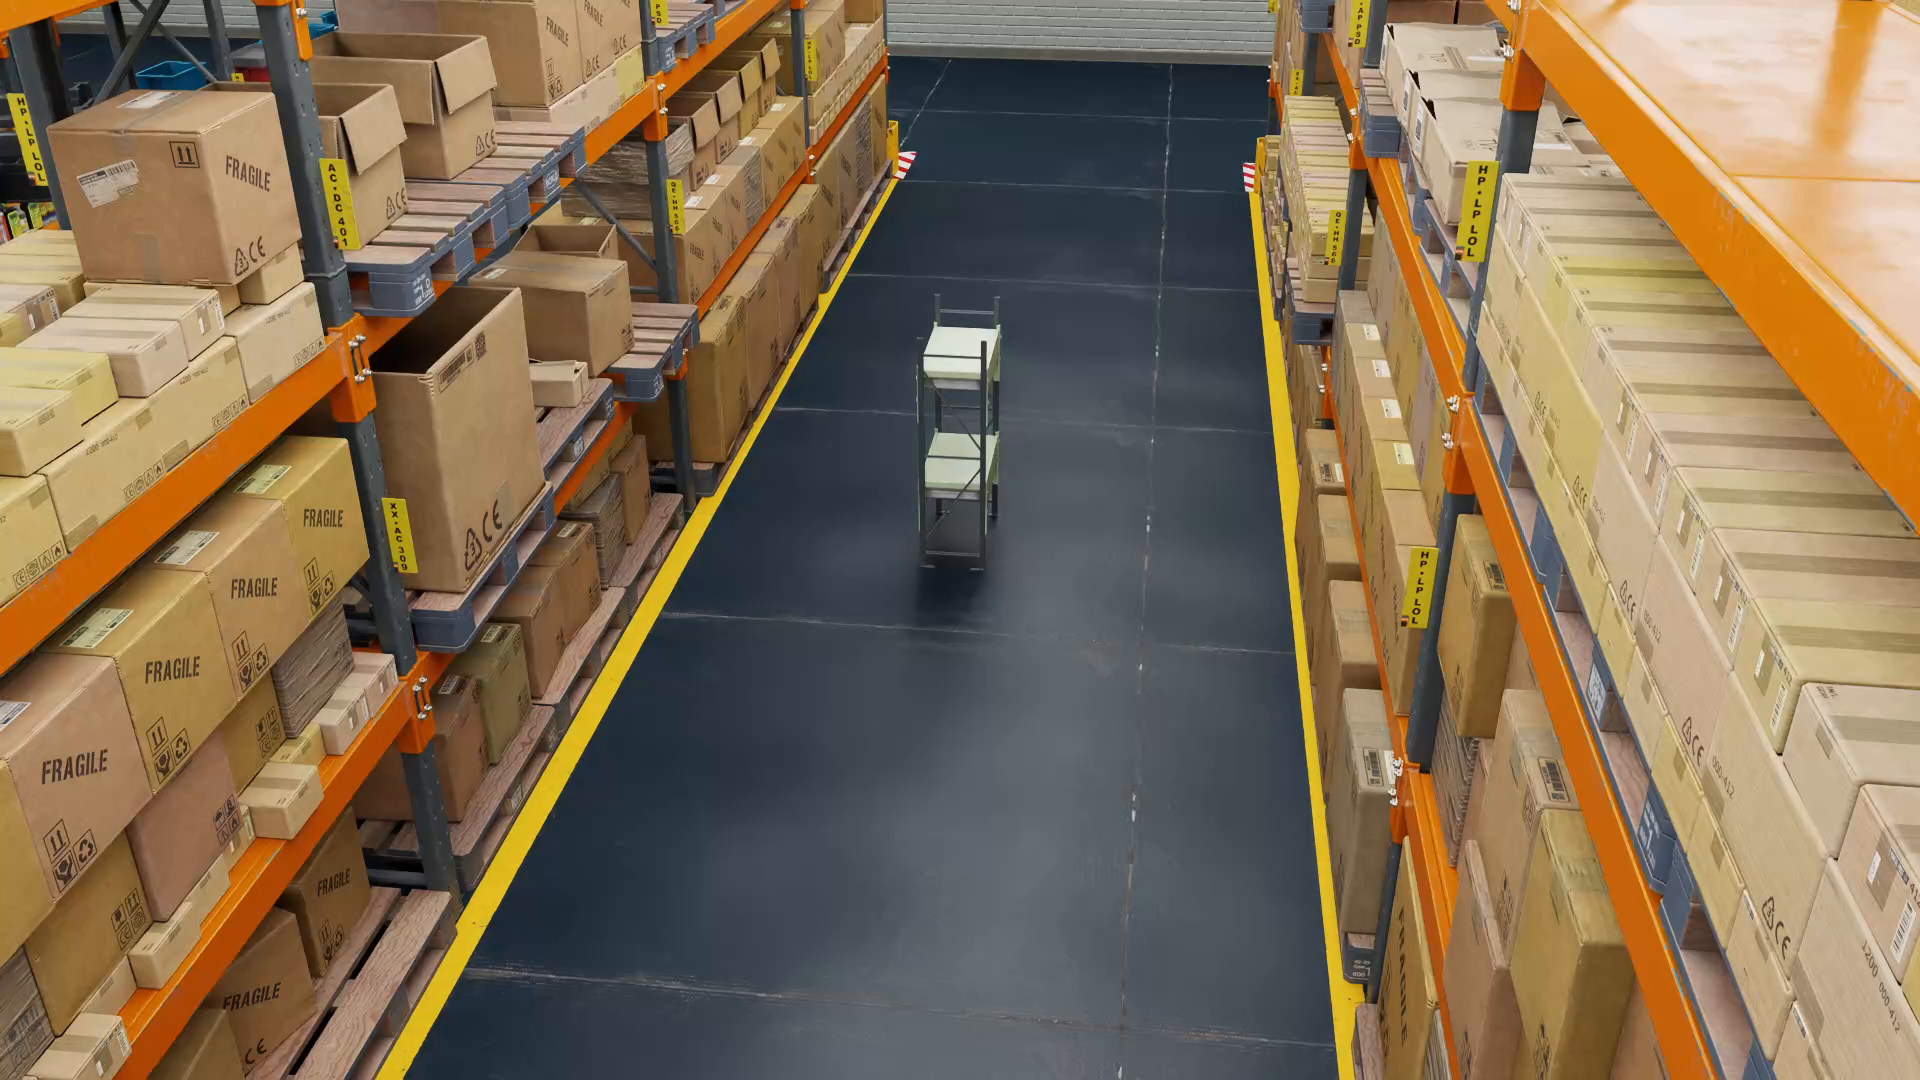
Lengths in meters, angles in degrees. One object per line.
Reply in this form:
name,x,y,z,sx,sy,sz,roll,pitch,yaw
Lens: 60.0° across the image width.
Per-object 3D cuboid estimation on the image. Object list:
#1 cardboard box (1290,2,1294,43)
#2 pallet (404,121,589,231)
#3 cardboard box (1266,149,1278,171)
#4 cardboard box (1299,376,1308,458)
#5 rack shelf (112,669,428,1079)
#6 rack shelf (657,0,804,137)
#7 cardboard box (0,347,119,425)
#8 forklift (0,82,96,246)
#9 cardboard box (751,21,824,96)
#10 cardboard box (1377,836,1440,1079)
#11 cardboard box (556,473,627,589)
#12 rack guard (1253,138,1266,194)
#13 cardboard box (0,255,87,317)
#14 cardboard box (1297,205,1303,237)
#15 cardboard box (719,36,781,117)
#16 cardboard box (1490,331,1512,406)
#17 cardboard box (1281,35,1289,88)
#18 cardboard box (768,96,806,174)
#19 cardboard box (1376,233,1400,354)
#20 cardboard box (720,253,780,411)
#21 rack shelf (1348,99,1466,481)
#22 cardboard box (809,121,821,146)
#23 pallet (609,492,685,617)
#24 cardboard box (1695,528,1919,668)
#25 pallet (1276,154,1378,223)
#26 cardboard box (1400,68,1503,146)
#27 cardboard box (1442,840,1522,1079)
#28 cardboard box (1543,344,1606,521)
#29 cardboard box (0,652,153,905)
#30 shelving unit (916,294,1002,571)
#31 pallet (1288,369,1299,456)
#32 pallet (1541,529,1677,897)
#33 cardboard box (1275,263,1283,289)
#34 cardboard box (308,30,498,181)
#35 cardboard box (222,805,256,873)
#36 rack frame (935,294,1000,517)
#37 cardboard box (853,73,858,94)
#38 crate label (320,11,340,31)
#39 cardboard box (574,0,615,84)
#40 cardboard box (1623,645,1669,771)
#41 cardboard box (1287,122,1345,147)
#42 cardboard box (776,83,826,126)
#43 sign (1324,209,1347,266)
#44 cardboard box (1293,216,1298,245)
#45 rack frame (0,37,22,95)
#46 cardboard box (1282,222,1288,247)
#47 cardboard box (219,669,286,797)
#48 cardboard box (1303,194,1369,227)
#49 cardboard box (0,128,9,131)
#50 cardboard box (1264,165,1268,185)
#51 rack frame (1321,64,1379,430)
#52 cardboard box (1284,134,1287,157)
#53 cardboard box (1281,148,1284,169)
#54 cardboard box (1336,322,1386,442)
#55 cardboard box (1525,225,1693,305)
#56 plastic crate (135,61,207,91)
cardboard box,3.084,-4.428,14.126,0.500,0.500,0.500,4,29,8
pallet,-2.425,-1.673,7.520,1.213,0.211,1.003,3,28,6
cardboard box,3.176,-3.692,16.168,0.380,0.149,0.250,3,28,6
cardboard box,2.558,-0.863,11.174,0.500,0.500,0.500,4,29,8
rack shelf,-2.976,1.596,5.176,1.077,0.370,4.000,3,28,6
rack shelf,-1.996,-3.491,11.454,1.077,0.370,4.000,3,28,6
cardboard box,-2.665,-0.430,4.754,0.380,0.149,0.250,4,29,8
forklift,-5.086,-1.300,9.866,1.130,2.935,3.031,-4,29,-6
cardboard box,-1.438,-4.034,13.921,0.500,0.500,0.500,3,28,6
cardboard box,2.033,1.716,5.992,0.875,0.875,0.875,4,29,7
cardboard box,-2.358,-0.060,9.663,0.700,0.500,0.500,1,28,2
rack guard,3.640,-3.839,17.141,1.175,0.500,0.348,3,28,6
cardboard box,-3.042,-0.828,5.492,0.380,0.149,0.250,2,28,4
cardboard box,2.370,-2.041,10.677,0.380,0.149,0.250,3,29,6
cardboard box,-1.821,-3.613,12.922,0.797,0.503,0.637,3,28,5
cardboard box,1.768,-0.492,4.846,0.380,0.149,0.250,3,29,6
cardboard box,3.151,-4.231,14.815,0.500,0.500,0.500,3,28,5
cardboard box,-1.537,-3.236,13.281,0.500,0.500,0.500,3,29,6
cardboard box,2.544,-1.245,8.530,0.700,0.500,0.500,3,28,5
cardboard box,-2.019,-1.538,12.031,1.225,0.875,0.875,3,29,6
rack shelf,2.424,-1.272,7.336,1.077,0.370,4.000,3,28,6
cardboard box,-1.384,-3.437,14.025,0.380,0.149,0.250,3,29,6
pallet,-2.338,0.050,10.226,1.003,0.211,1.213,3,28,6
cardboard box,1.519,0.111,2.888,0.380,0.149,0.250,3,29,6
pallet,2.922,-2.657,12.513,1.003,0.211,1.213,3,28,6
cardboard box,2.238,-1.914,7.316,0.500,0.311,0.500,3,28,5
cardboard box,1.918,1.289,4.828,0.875,0.550,0.550,3,28,6
cardboard box,1.720,-0.252,3.981,0.500,0.250,0.500,3,28,6
cardboard box,-2.700,0.656,4.688,0.500,0.500,0.500,3,28,6
shelving unit,-0.001,-0.657,10.181,0.431,1.500,0.755,3,28,6
pallet,2.919,-0.922,12.031,1.003,0.211,1.213,3,28,6
pallet,1.917,0.349,3.662,1.003,0.211,1.213,3,28,6
cardboard box,2.870,-2.227,14.075,0.380,0.149,0.250,4,29,7
cardboard box,-2.460,-1.872,7.141,0.797,0.503,0.637,5,29,8
cardboard box,-2.677,1.032,5.729,0.380,0.149,0.250,3,28,6
rack frame,0.044,-0.829,10.500,0.400,1.500,0.023,3,28,6
cardboard box,-1.165,-4.294,15.615,0.380,0.149,0.250,4,29,7
crate label,-6.533,-5.454,17.617,0.416,0.233,0.303,3,28,6
cardboard box,-2.103,-2.649,8.501,0.500,0.500,0.500,3,28,6
cardboard box,1.550,0.343,3.296,0.380,0.149,0.250,4,29,7
cardboard box,2.560,-2.900,11.958,0.380,0.149,0.250,3,28,6
cardboard box,-1.433,-3.699,14.090,0.500,0.250,0.500,3,28,5
sign,2.130,-1.711,9.419,0.100,0.325,0.005,3,28,6
cardboard box,2.403,-2.024,10.959,0.380,0.149,0.250,2,28,4
rack frame,-11.092,-5.888,18.309,1.000,3.000,0.127,3,28,6
cardboard box,2.937,-2.589,14.121,0.380,0.149,0.250,4,29,7
cardboard box,-2.944,0.604,5.839,0.875,0.500,0.500,3,28,6
cardboard box,2.340,-2.044,10.369,0.380,0.149,0.250,4,29,8
cardboard box,-10.914,-4.711,18.296,0.500,0.500,0.500,3,28,6
cardboard box,3.268,-3.677,16.768,0.380,0.149,0.250,4,29,7
rack frame,2.669,-1.209,9.624,1.000,3.000,0.127,3,28,6
cardboard box,2.594,-2.895,12.262,0.380,0.149,0.250,4,29,7
cardboard box,2.627,-2.877,12.542,0.380,0.149,0.250,4,29,7
cardboard box,2.287,-0.818,8.793,0.500,0.500,0.500,3,28,6
cardboard box,1.736,-0.726,4.440,0.380,0.149,0.250,3,28,6
plastic crate,-6.948,-3.975,14.711,0.392,0.384,0.575,3,28,6
